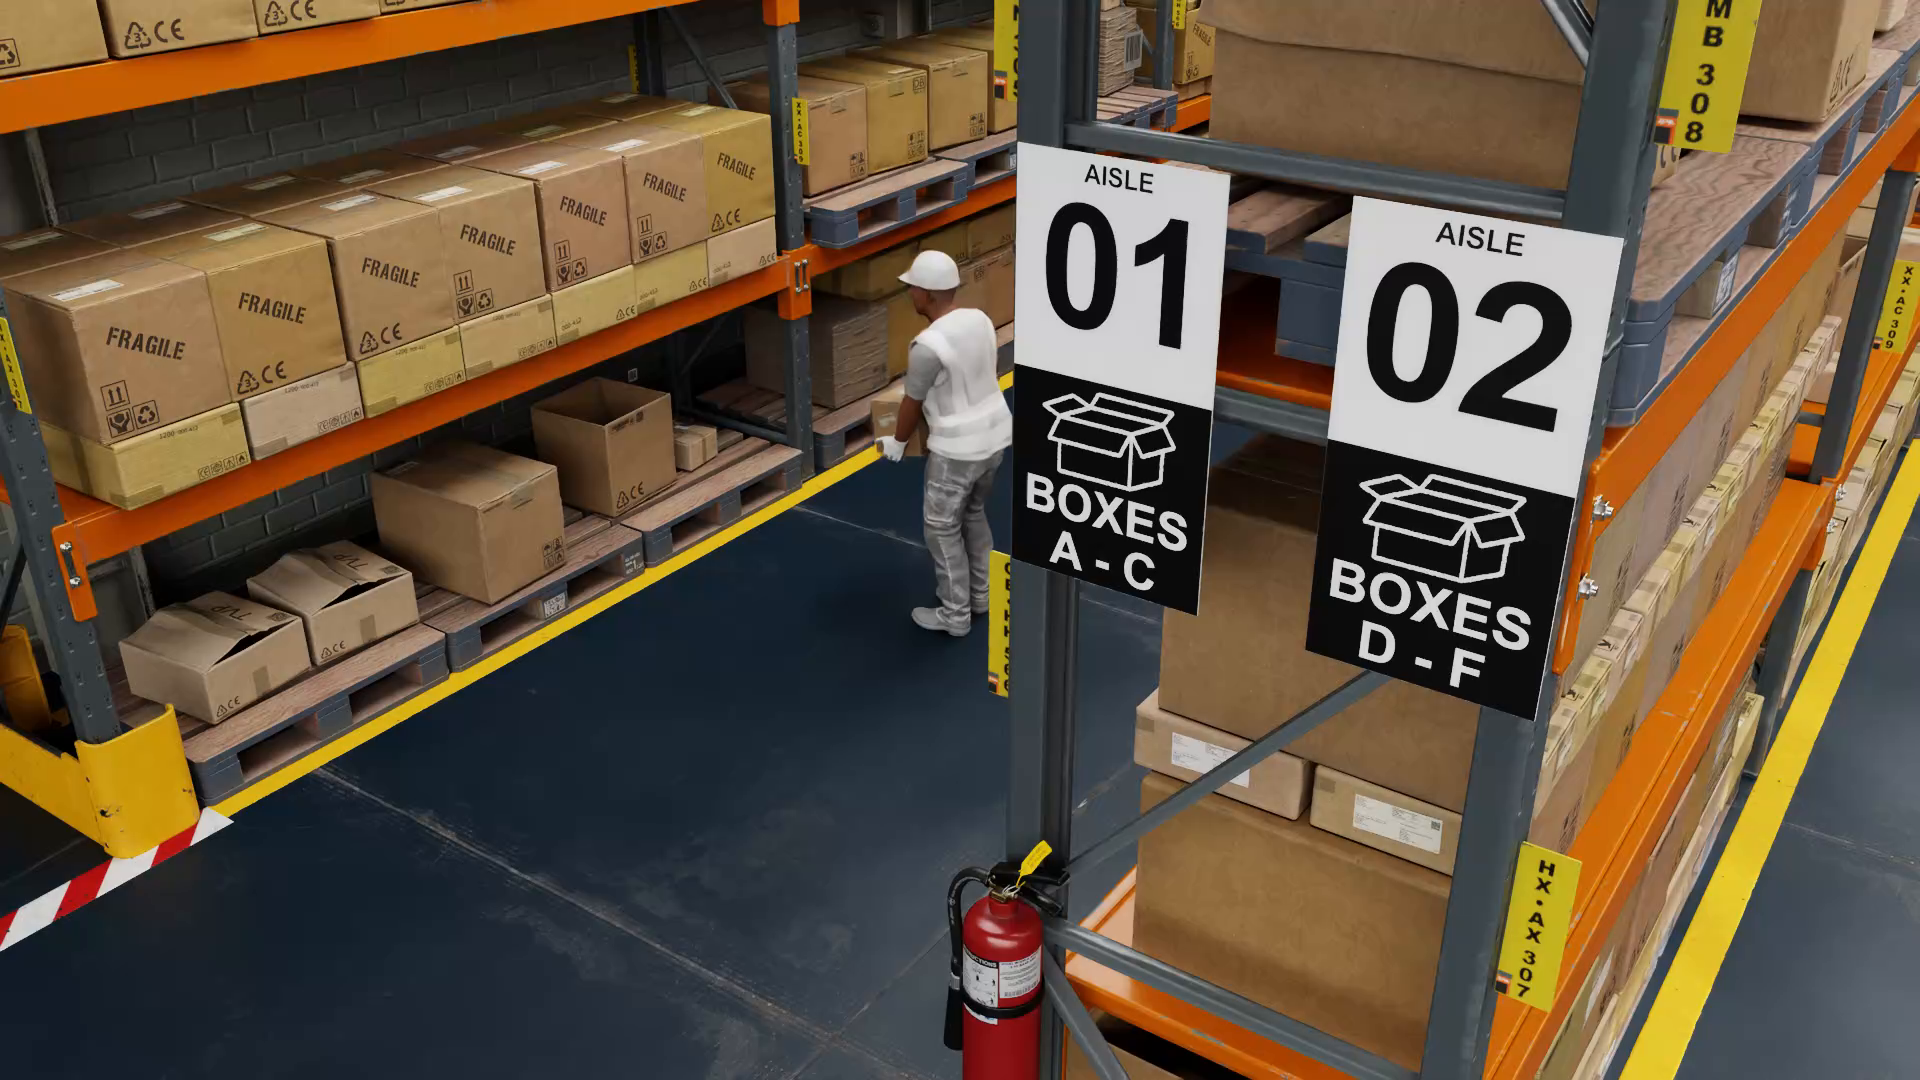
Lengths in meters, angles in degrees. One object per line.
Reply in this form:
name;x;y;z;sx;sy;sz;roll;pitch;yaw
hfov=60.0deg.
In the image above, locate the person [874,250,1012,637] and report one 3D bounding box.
person;-0.074;-0.440;7.492;0.603;1.761;0.487;17;31;30
